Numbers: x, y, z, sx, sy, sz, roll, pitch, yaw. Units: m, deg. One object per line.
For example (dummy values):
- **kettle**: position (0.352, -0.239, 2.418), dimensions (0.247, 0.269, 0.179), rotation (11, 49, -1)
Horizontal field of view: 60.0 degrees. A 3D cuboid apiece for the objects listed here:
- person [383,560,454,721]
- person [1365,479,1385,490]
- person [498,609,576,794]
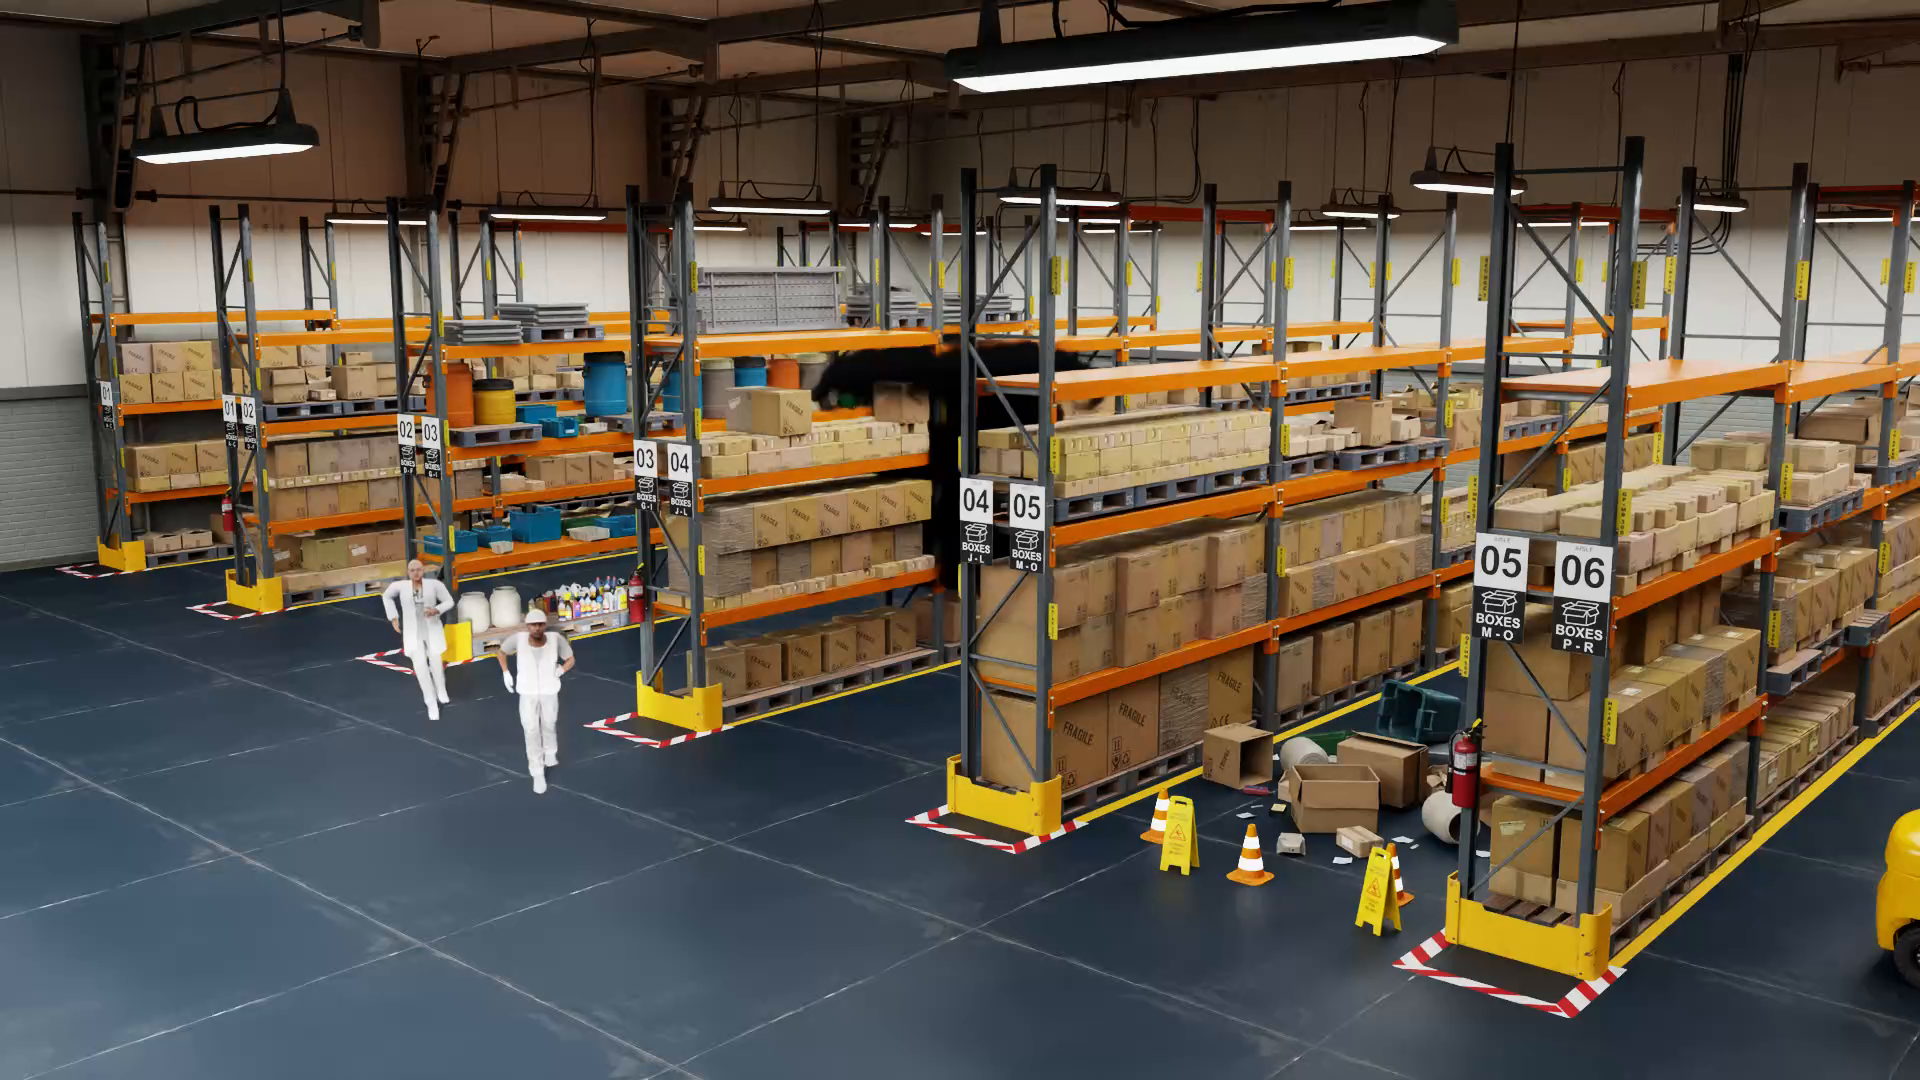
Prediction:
- **person**: position (-6.240, 1.113, 19.224), dimensions (0.785, 1.812, 0.940), rotation (-3, 10, -18)
- **person**: position (7.783, -0.830, 31.635), dimensions (0.486, 1.602, 0.675), rotation (-6, 11, -33)
- **person**: position (-4.208, 1.529, 16.605), dimensions (0.745, 1.761, 1.044), rotation (-3, 10, -16)
